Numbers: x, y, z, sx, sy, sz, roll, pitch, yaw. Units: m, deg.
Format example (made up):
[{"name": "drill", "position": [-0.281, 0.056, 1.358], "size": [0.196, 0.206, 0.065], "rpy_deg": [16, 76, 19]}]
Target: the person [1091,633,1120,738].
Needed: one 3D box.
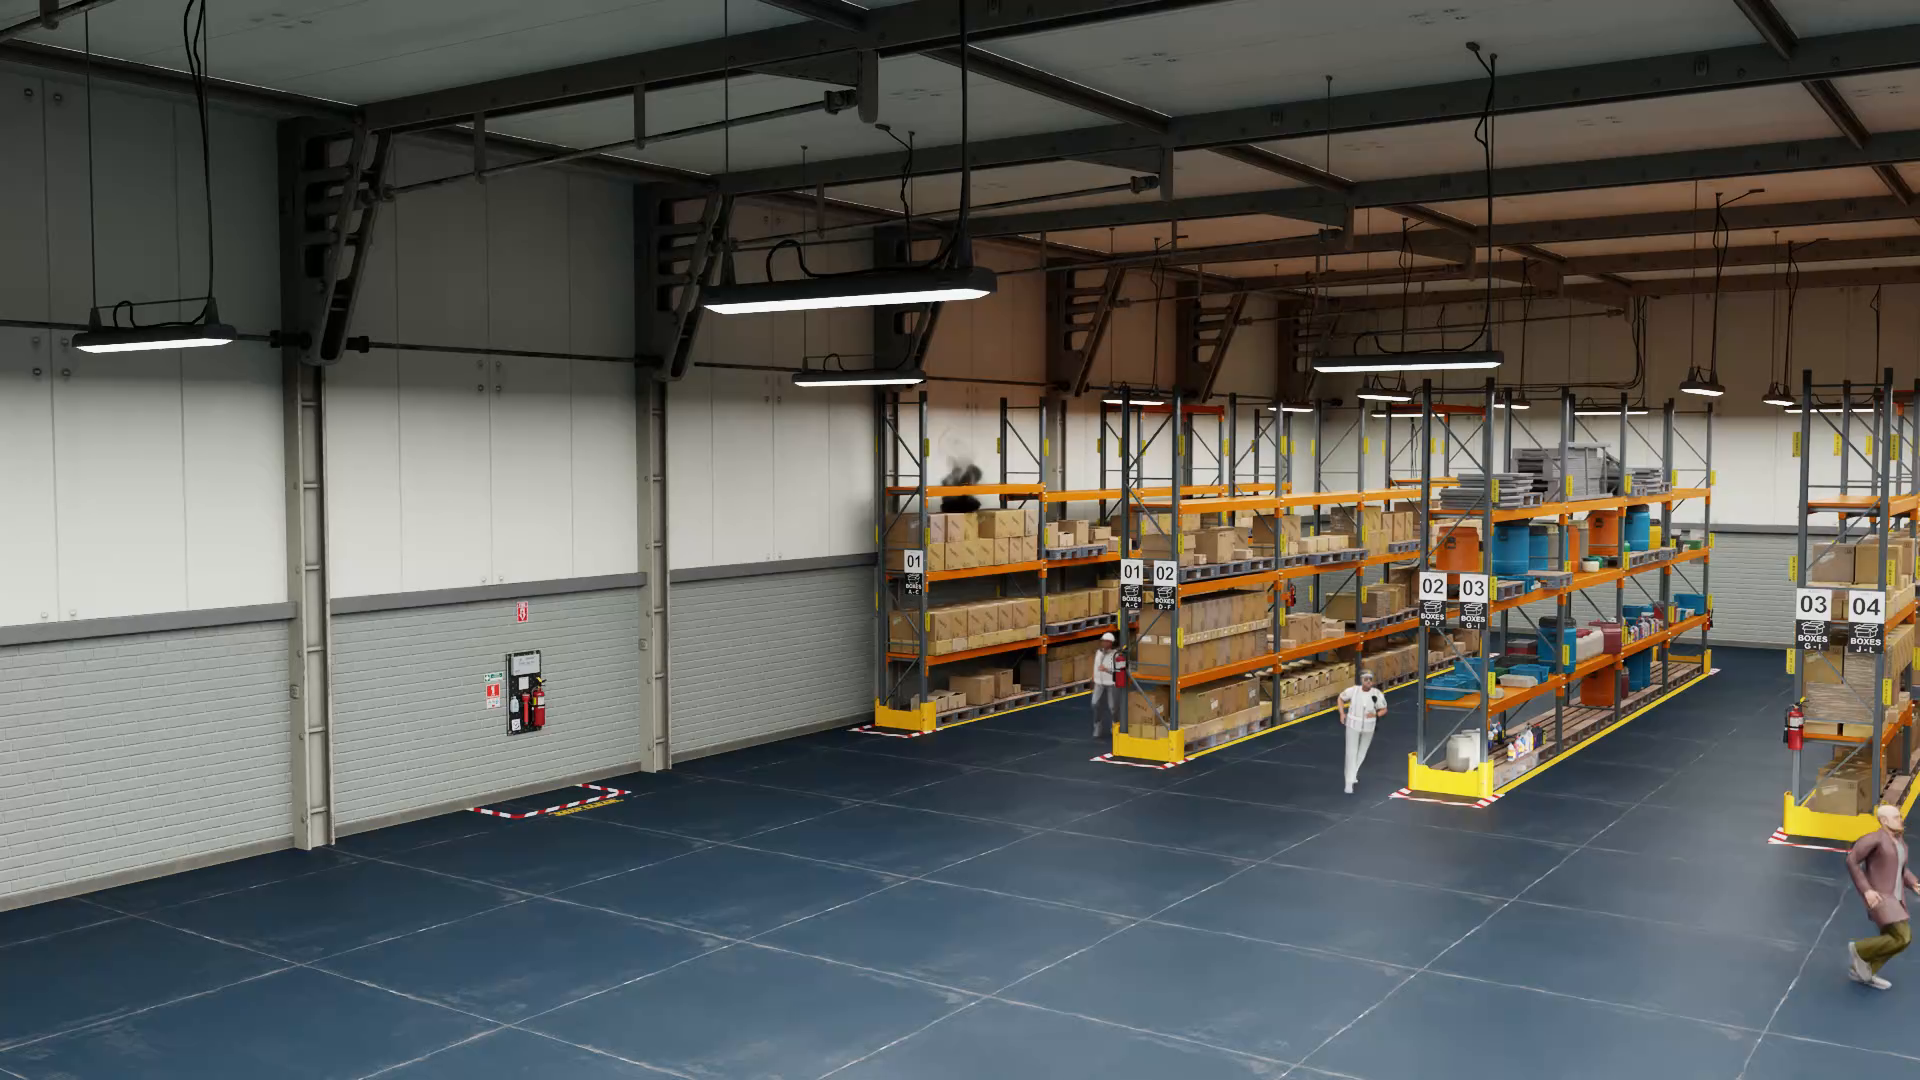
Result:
[{"name": "person", "position": [2.536, 2.521, 28.847], "size": [0.624, 1.830, 0.752], "rpy_deg": [2, 4, 28]}]

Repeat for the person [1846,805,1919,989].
[{"name": "person", "position": [8.533, 3.295, 15.320], "size": [0.660, 1.715, 0.653], "rpy_deg": [-2, 4, -33]}]

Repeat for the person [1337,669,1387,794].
[{"name": "person", "position": [5.902, 2.796, 24.381], "size": [0.691, 1.845, 0.813], "rpy_deg": [0, 3, 4]}]
